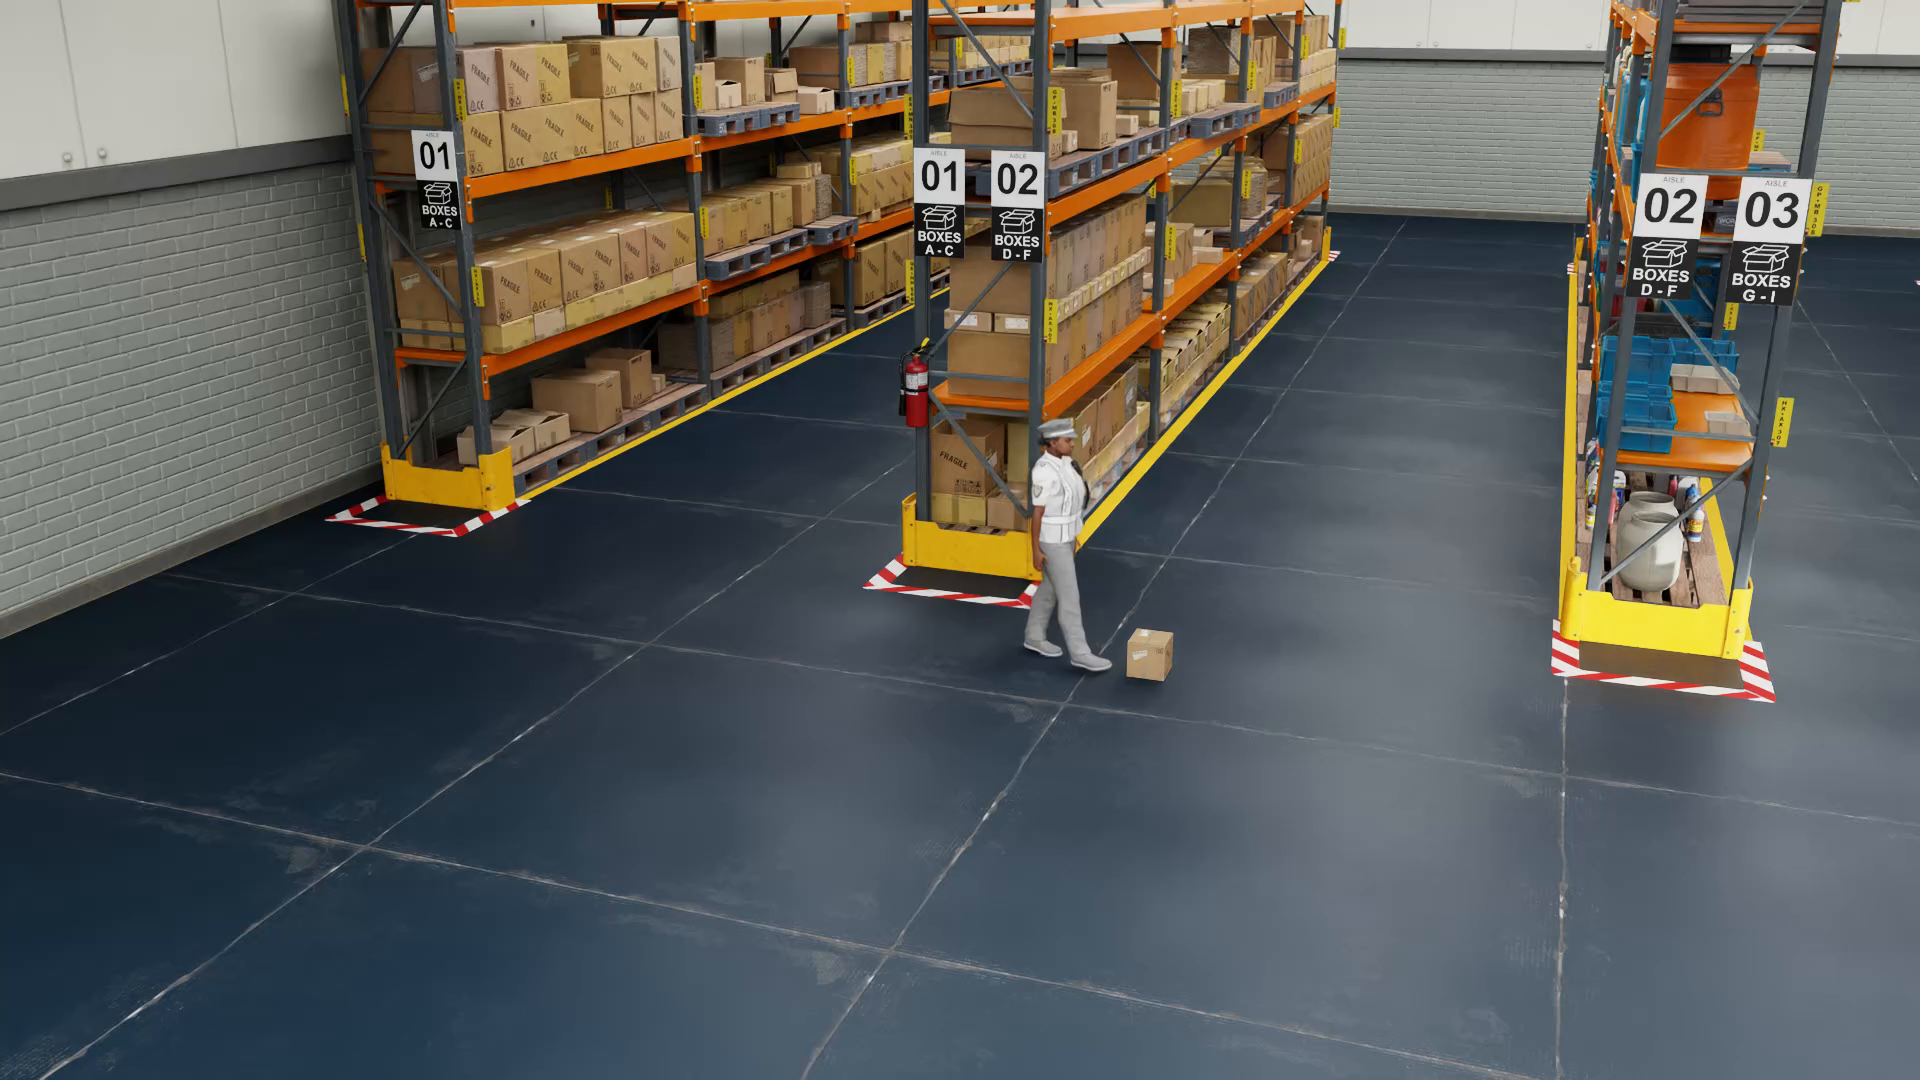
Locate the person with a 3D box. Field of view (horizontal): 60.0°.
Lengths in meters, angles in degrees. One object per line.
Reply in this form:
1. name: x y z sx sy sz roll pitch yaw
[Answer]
1. person: 0.747 0.009 11.000 0.693 1.670 0.463 8 20 23
